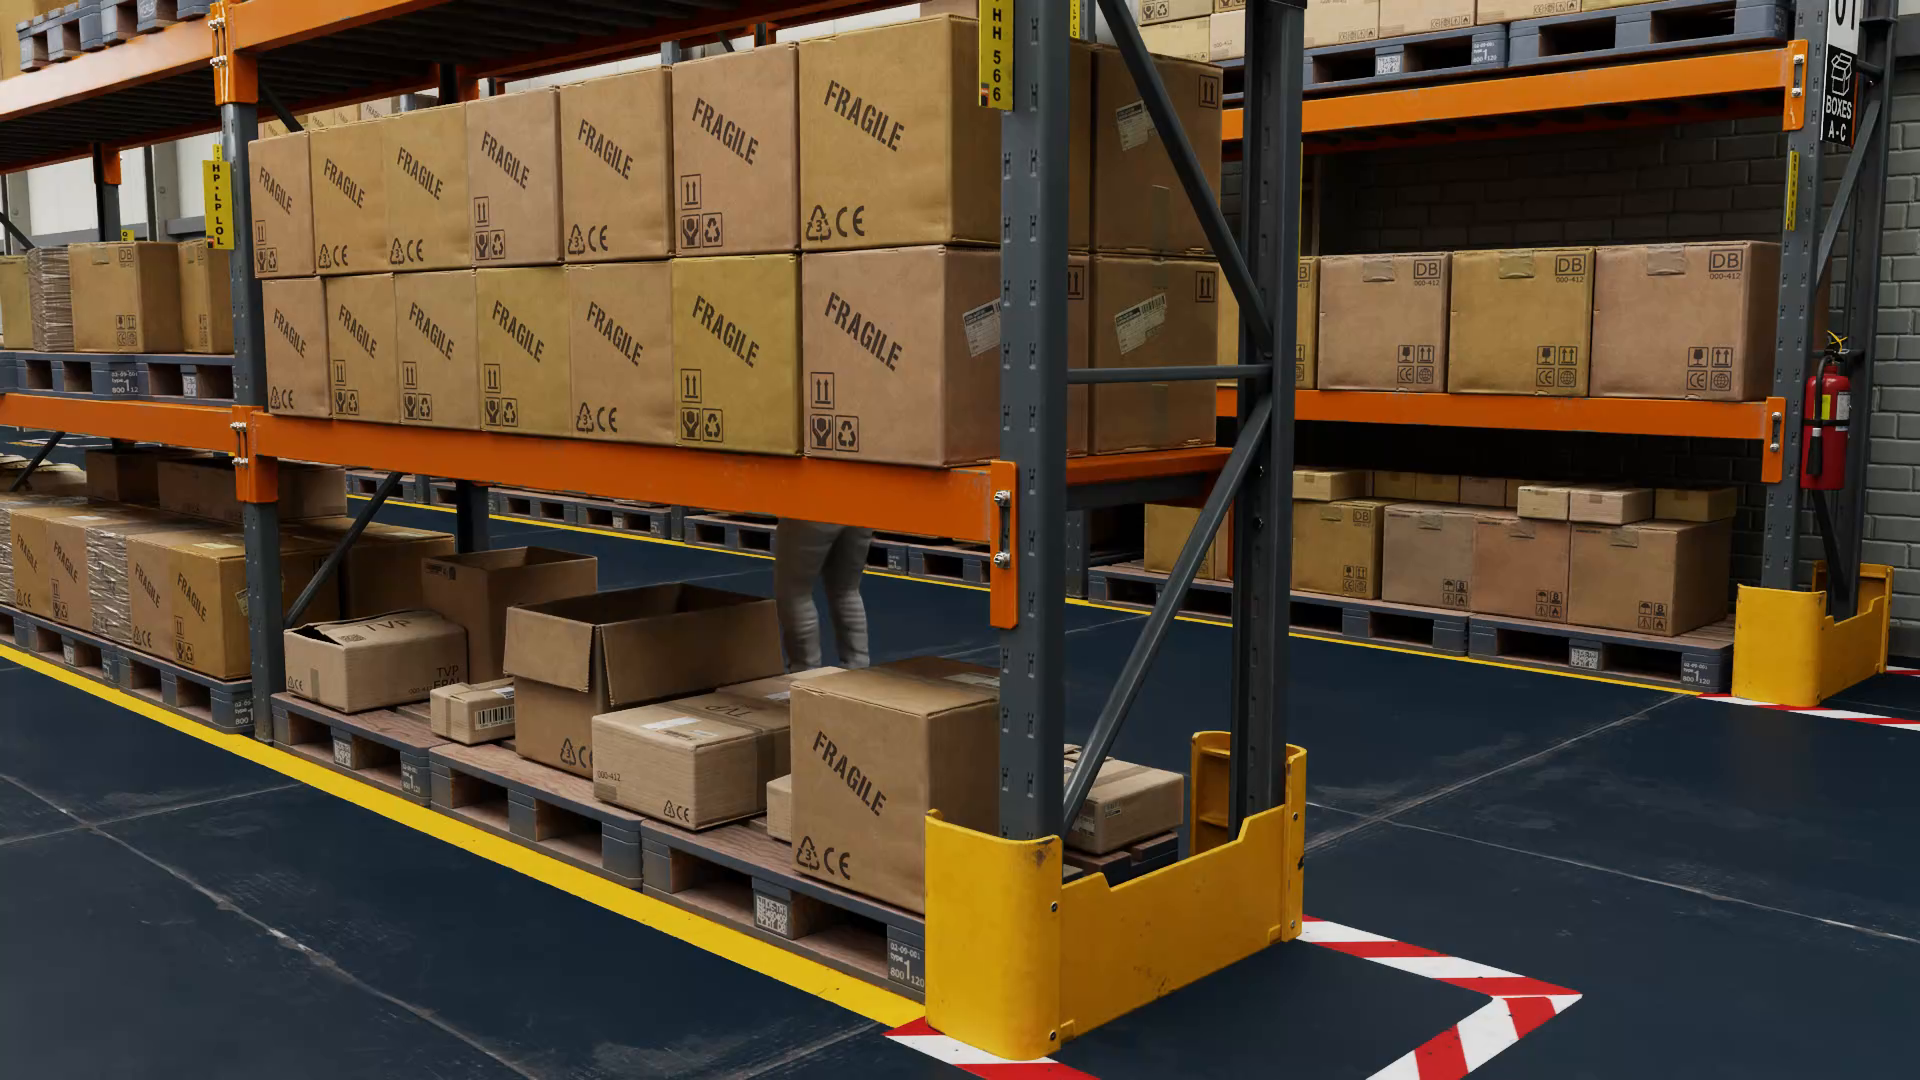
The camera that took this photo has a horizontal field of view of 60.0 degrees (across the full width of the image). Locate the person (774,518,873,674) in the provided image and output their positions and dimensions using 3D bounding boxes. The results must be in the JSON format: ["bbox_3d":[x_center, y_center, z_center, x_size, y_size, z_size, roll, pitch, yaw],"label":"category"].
[{"bbox_3d":[-0.639,-0.117,7.229,0.535,1.656,0.455,7,10,44],"label":"person"}]
